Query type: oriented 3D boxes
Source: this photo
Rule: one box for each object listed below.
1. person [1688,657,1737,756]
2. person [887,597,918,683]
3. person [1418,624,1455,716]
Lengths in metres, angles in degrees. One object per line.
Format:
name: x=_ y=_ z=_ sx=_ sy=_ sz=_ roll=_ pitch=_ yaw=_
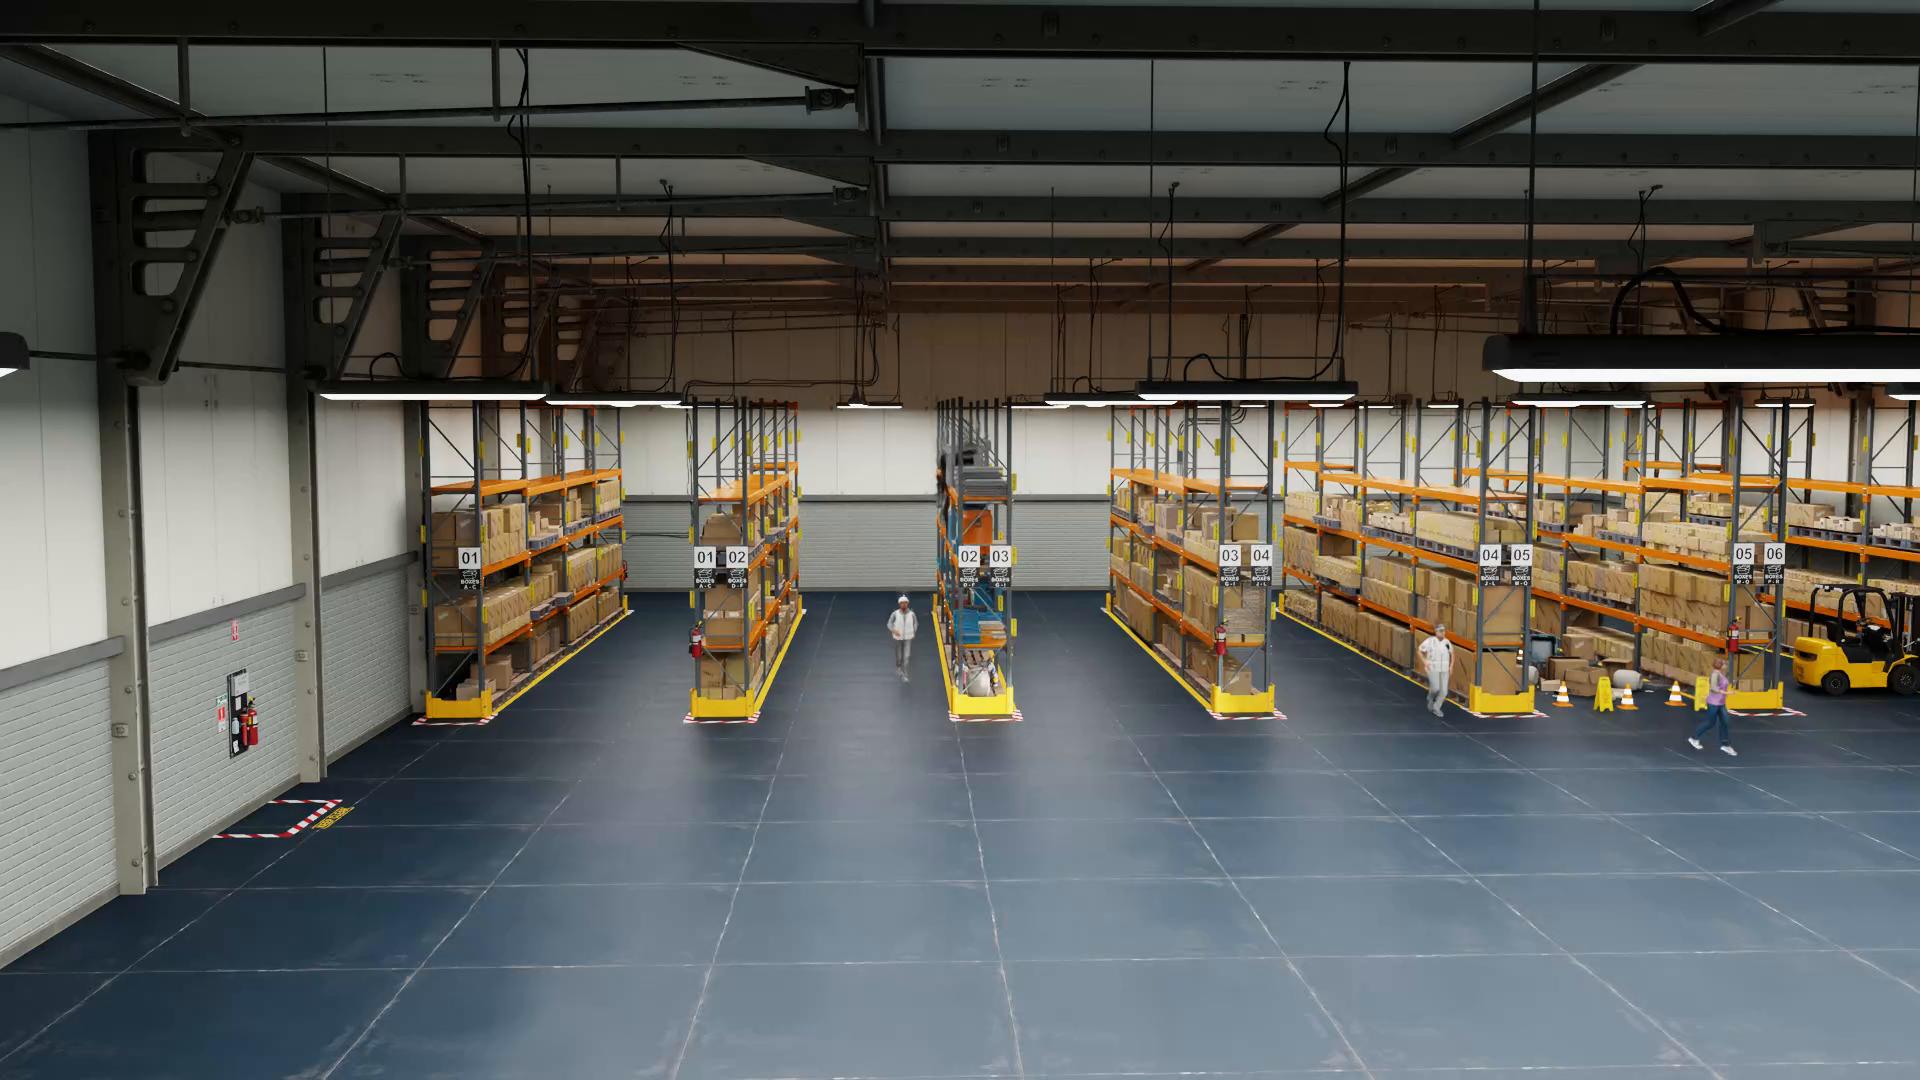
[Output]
person: x=12.645 y=2.768 z=27.874 sx=0.758 sy=1.634 sz=0.557 roll=4 pitch=6 yaw=41
person: x=-1.190 y=2.059 z=34.804 sx=0.665 sy=1.760 sz=0.821 roll=-1 pitch=4 yaw=-7
person: x=9.012 y=2.442 z=31.308 sx=0.693 sy=1.748 sz=0.518 roll=-1 pitch=4 yaw=-7
